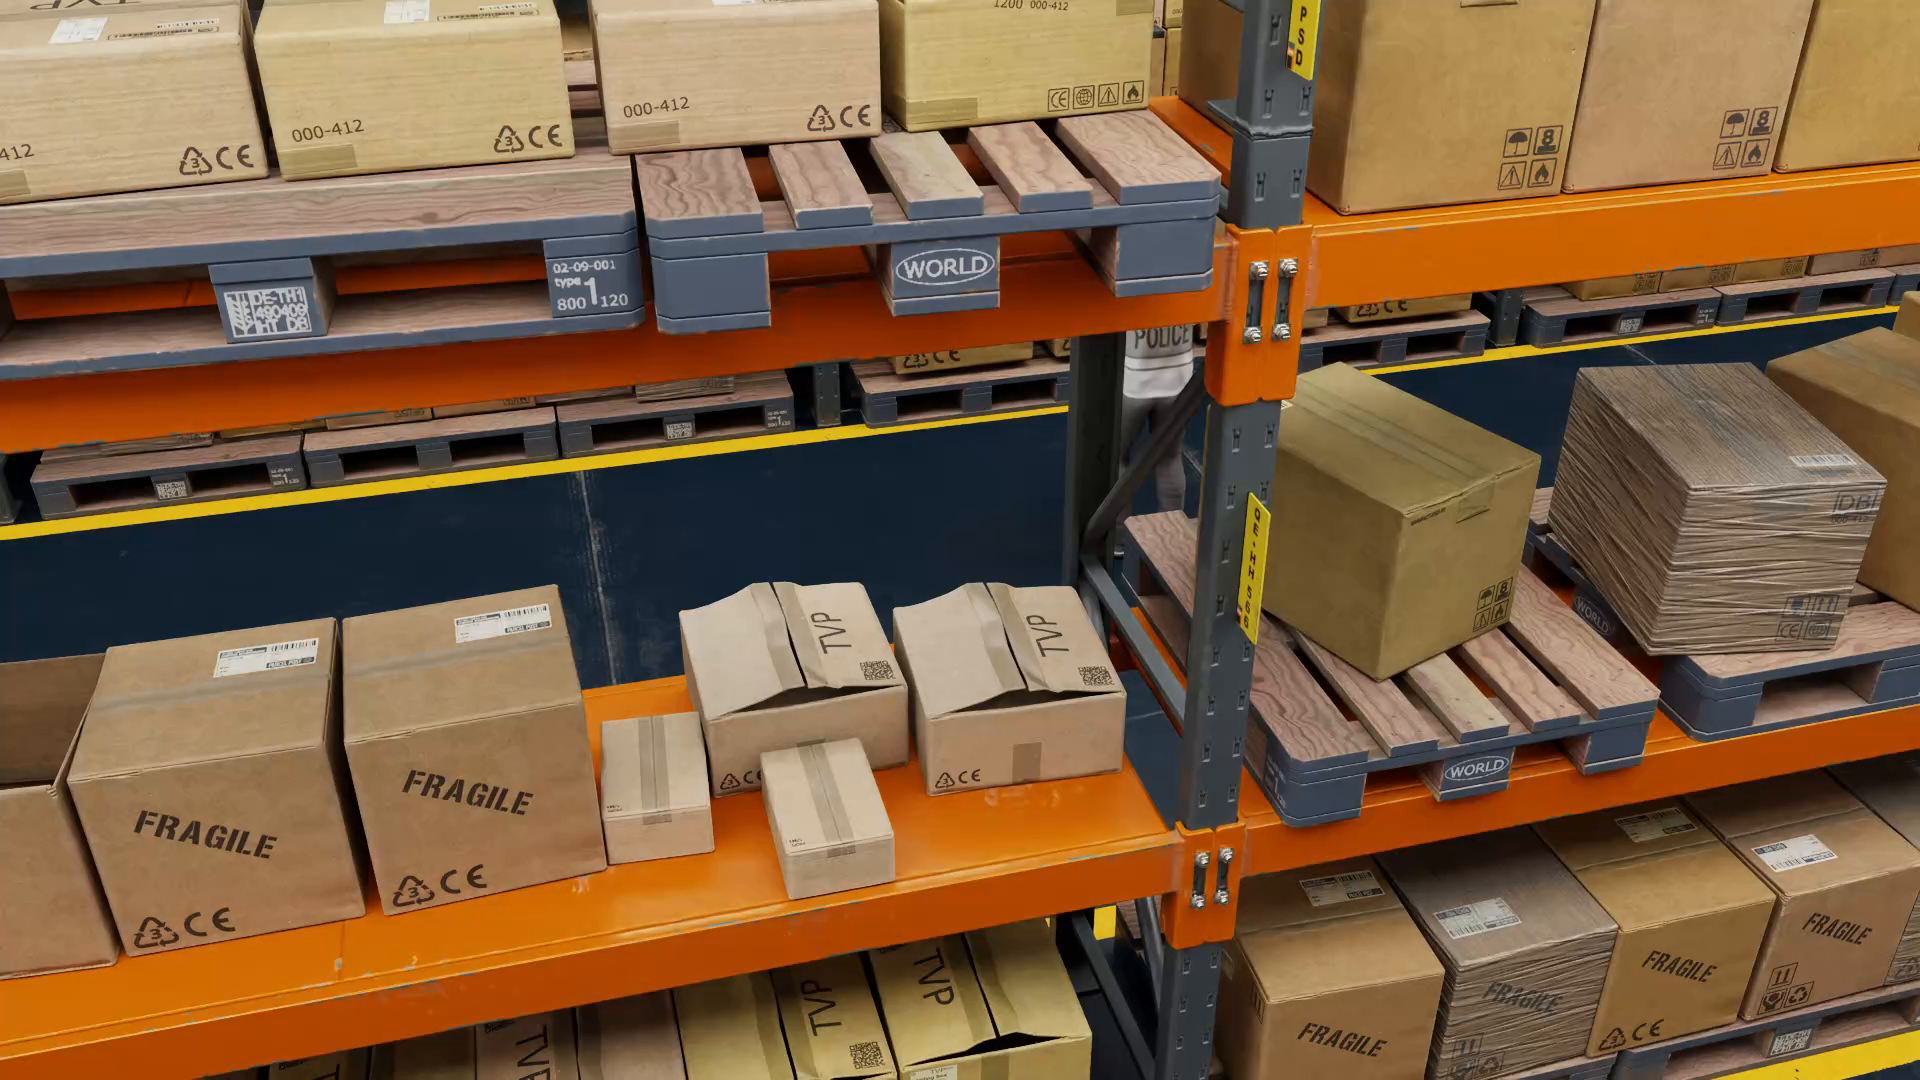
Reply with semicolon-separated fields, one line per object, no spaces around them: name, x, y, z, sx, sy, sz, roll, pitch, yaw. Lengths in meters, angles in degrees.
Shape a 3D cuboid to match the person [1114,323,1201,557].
person;0.798;-0.694;7.286;0.475;1.686;0.441;-8;31;-14
